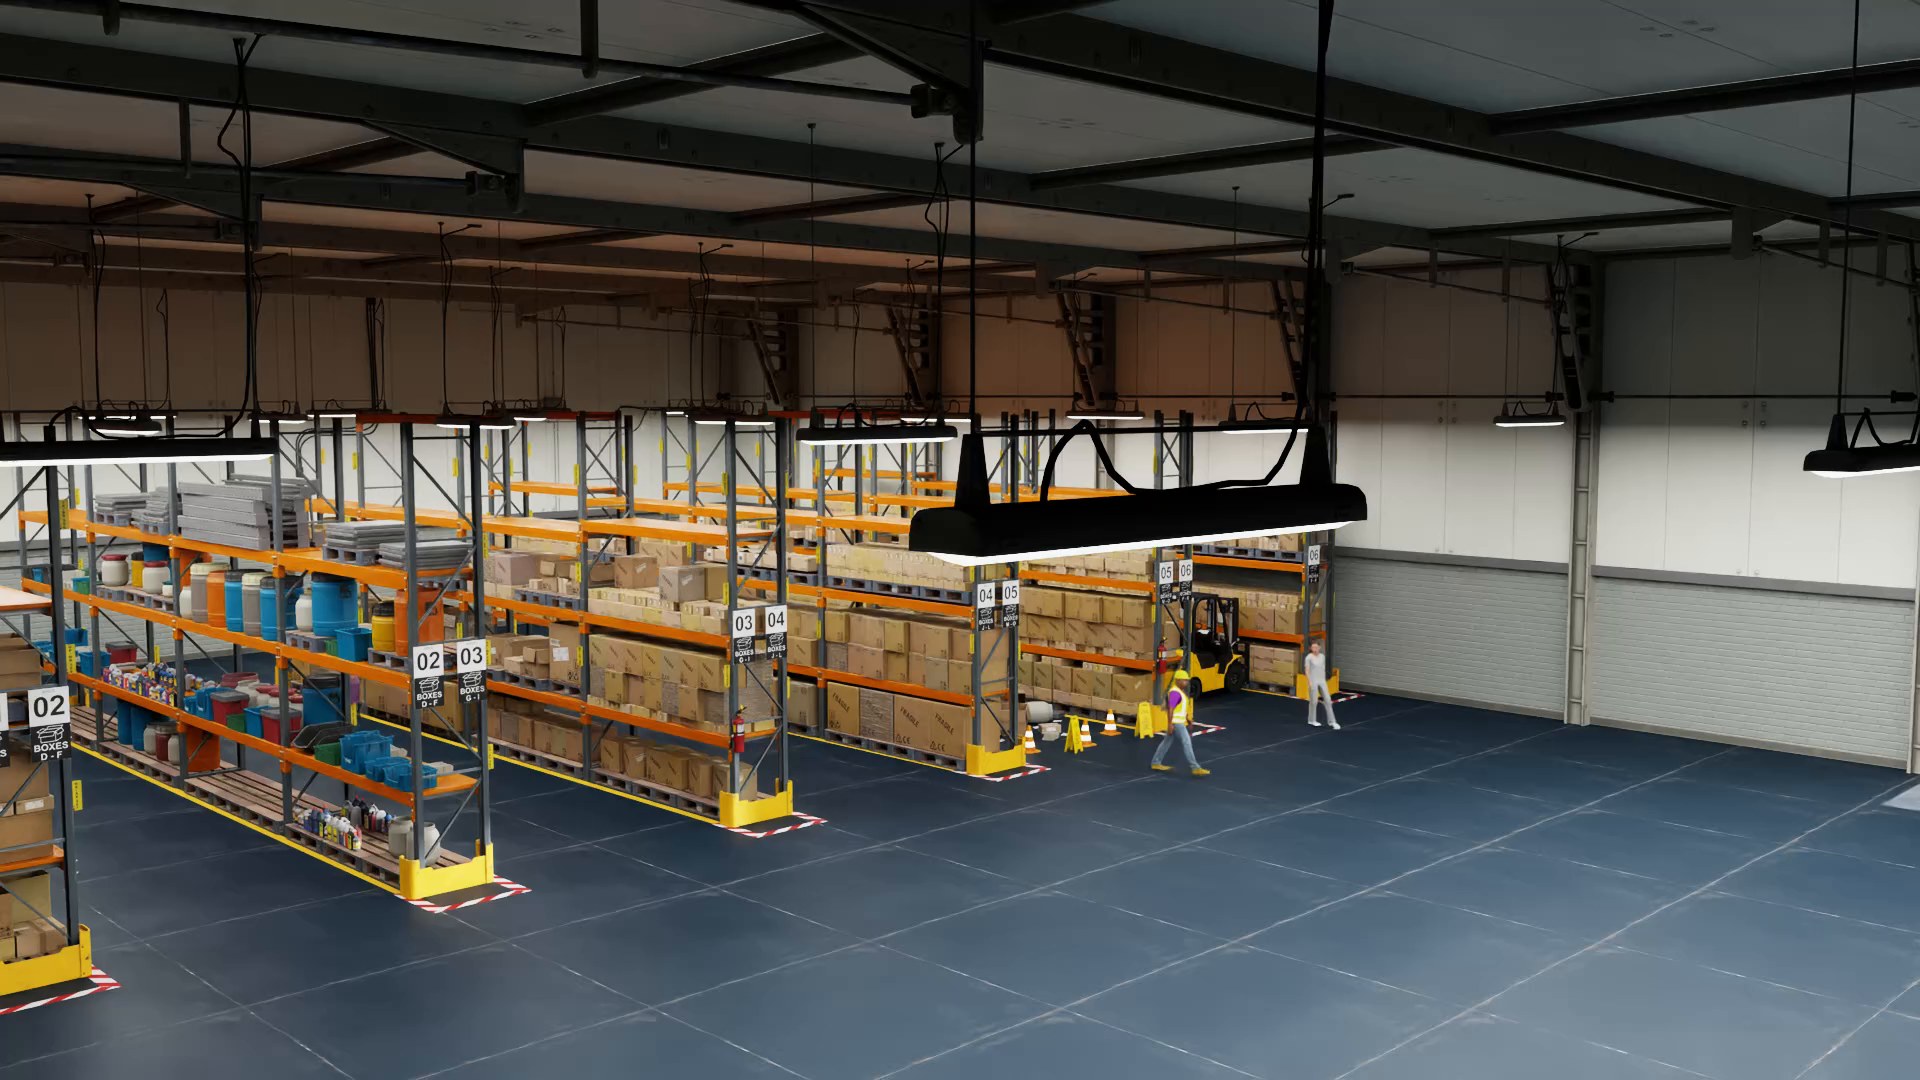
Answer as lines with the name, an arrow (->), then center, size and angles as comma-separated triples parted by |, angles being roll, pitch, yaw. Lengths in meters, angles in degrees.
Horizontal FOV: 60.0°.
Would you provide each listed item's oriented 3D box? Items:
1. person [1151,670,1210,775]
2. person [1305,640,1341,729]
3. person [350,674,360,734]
person -> 3.695, 3.029, 27.825 | 0.997, 1.709, 0.591 | 1, 5, 9
person -> 6.879, 2.748, 31.686 | 0.565, 1.671, 0.695 | -1, 5, -13
person -> -11.079, 2.975, 30.118 | 0.768, 1.458, 0.415 | 5, 7, 43
